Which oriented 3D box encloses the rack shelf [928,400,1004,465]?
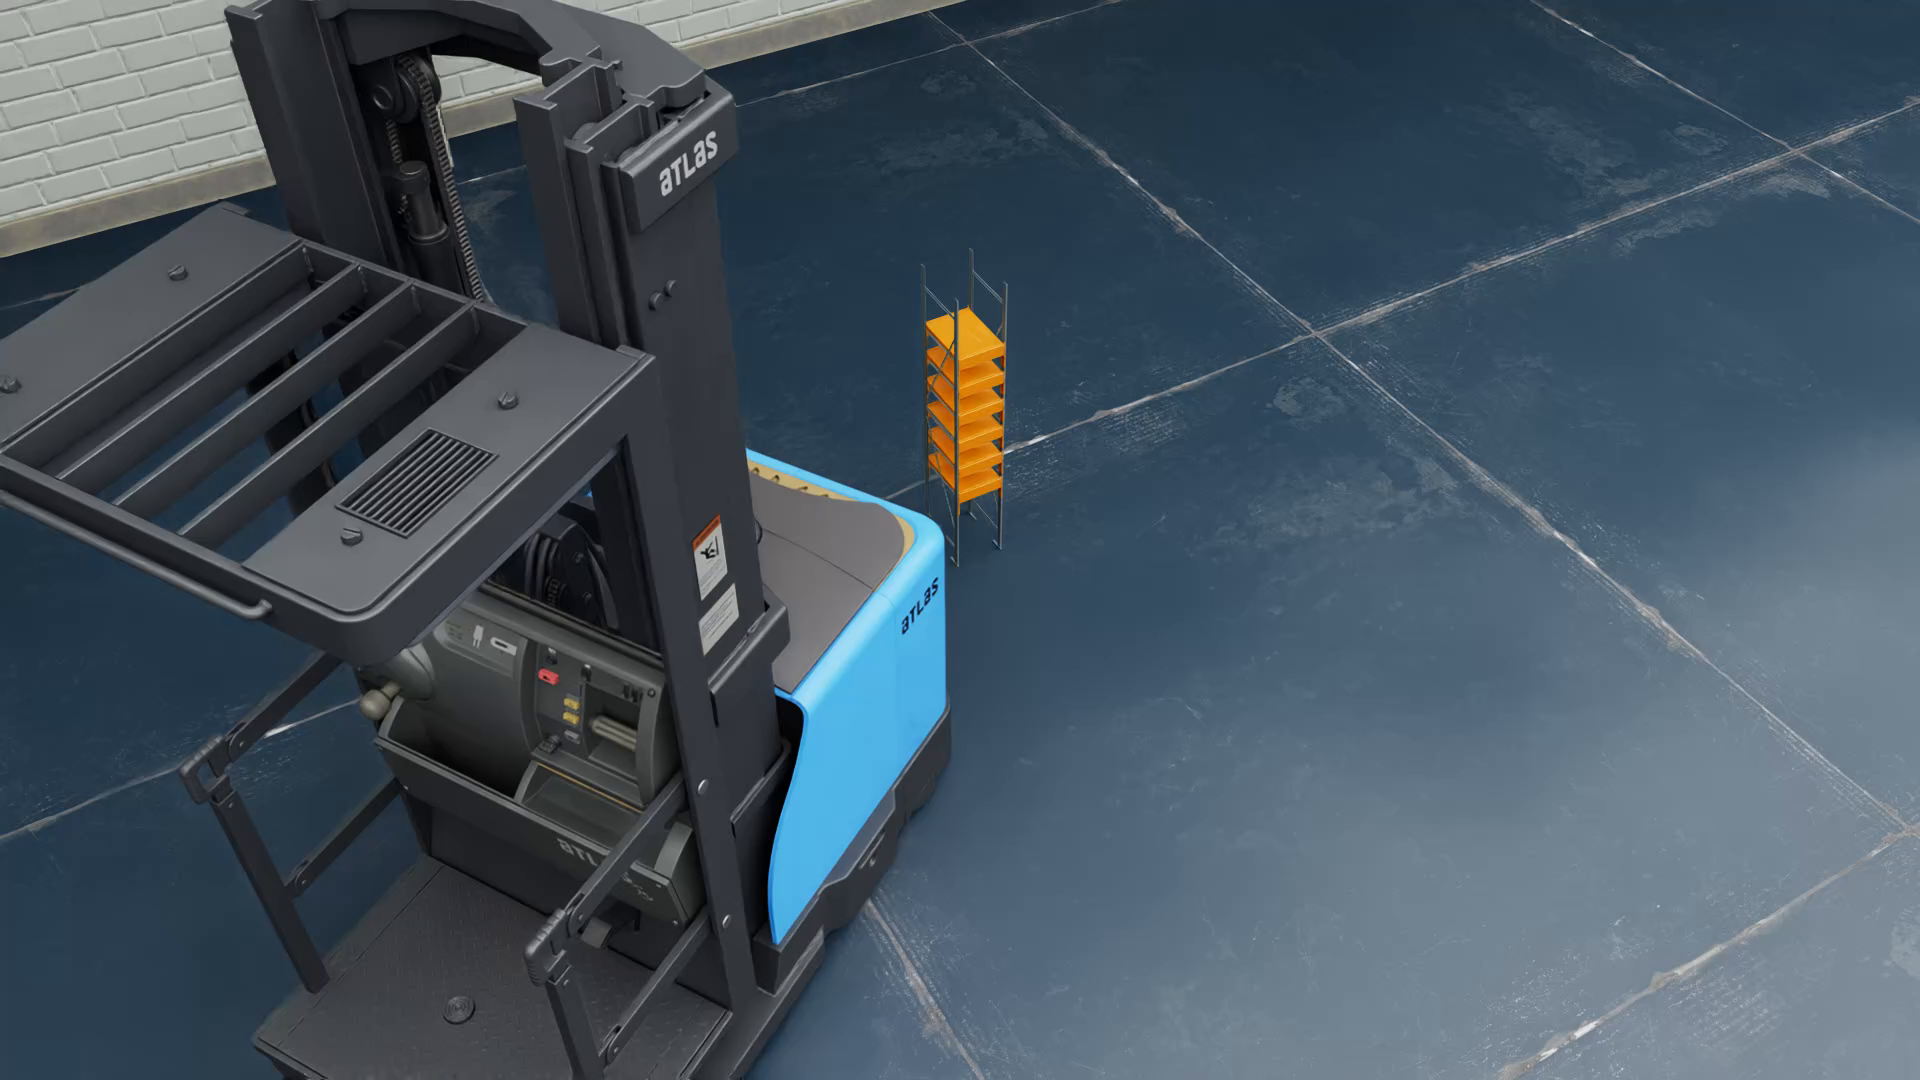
[{"bbox_3d":[0.013,-0.404,5.868,0.180,0.103,0.258,-22,48,-21],"label":"rack shelf"}]

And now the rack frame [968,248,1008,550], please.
[{"bbox_3d":[0.092,-0.467,5.870,0.006,1.200,0.240,-22,48,-21],"label":"rack frame"}]

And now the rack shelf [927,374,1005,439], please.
[{"bbox_3d":[0.013,-0.490,5.785,0.180,0.103,0.258,-22,48,-21],"label":"rack shelf"}]

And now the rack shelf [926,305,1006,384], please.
[{"bbox_3d":[0.013,-0.662,5.618,0.180,0.103,0.258,-22,48,-21],"label":"rack shelf"}]

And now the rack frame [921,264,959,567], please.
[{"bbox_3d":[-0.067,-0.404,5.805,0.006,1.200,0.240,-22,48,-21],"label":"rack frame"}]

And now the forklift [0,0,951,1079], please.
[{"bbox_3d":[-1.175,0.410,3.723,1.130,2.935,3.031,21,48,20],"label":"forklift"}]

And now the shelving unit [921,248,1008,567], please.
[{"bbox_3d":[0.013,-0.436,5.837,0.189,1.200,0.258,-22,48,-21],"label":"shelving unit"}]

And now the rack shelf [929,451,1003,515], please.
[{"bbox_3d":[0.013,-0.231,6.035,0.180,0.103,0.258,-22,48,-21],"label":"rack shelf"}]

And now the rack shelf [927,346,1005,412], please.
[{"bbox_3d":[0.013,-0.576,5.701,0.180,0.103,0.258,-22,48,-21],"label":"rack shelf"}]

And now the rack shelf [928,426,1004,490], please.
[{"bbox_3d":[0.013,-0.318,5.952,0.180,0.103,0.258,-22,48,-21],"label":"rack shelf"}]
